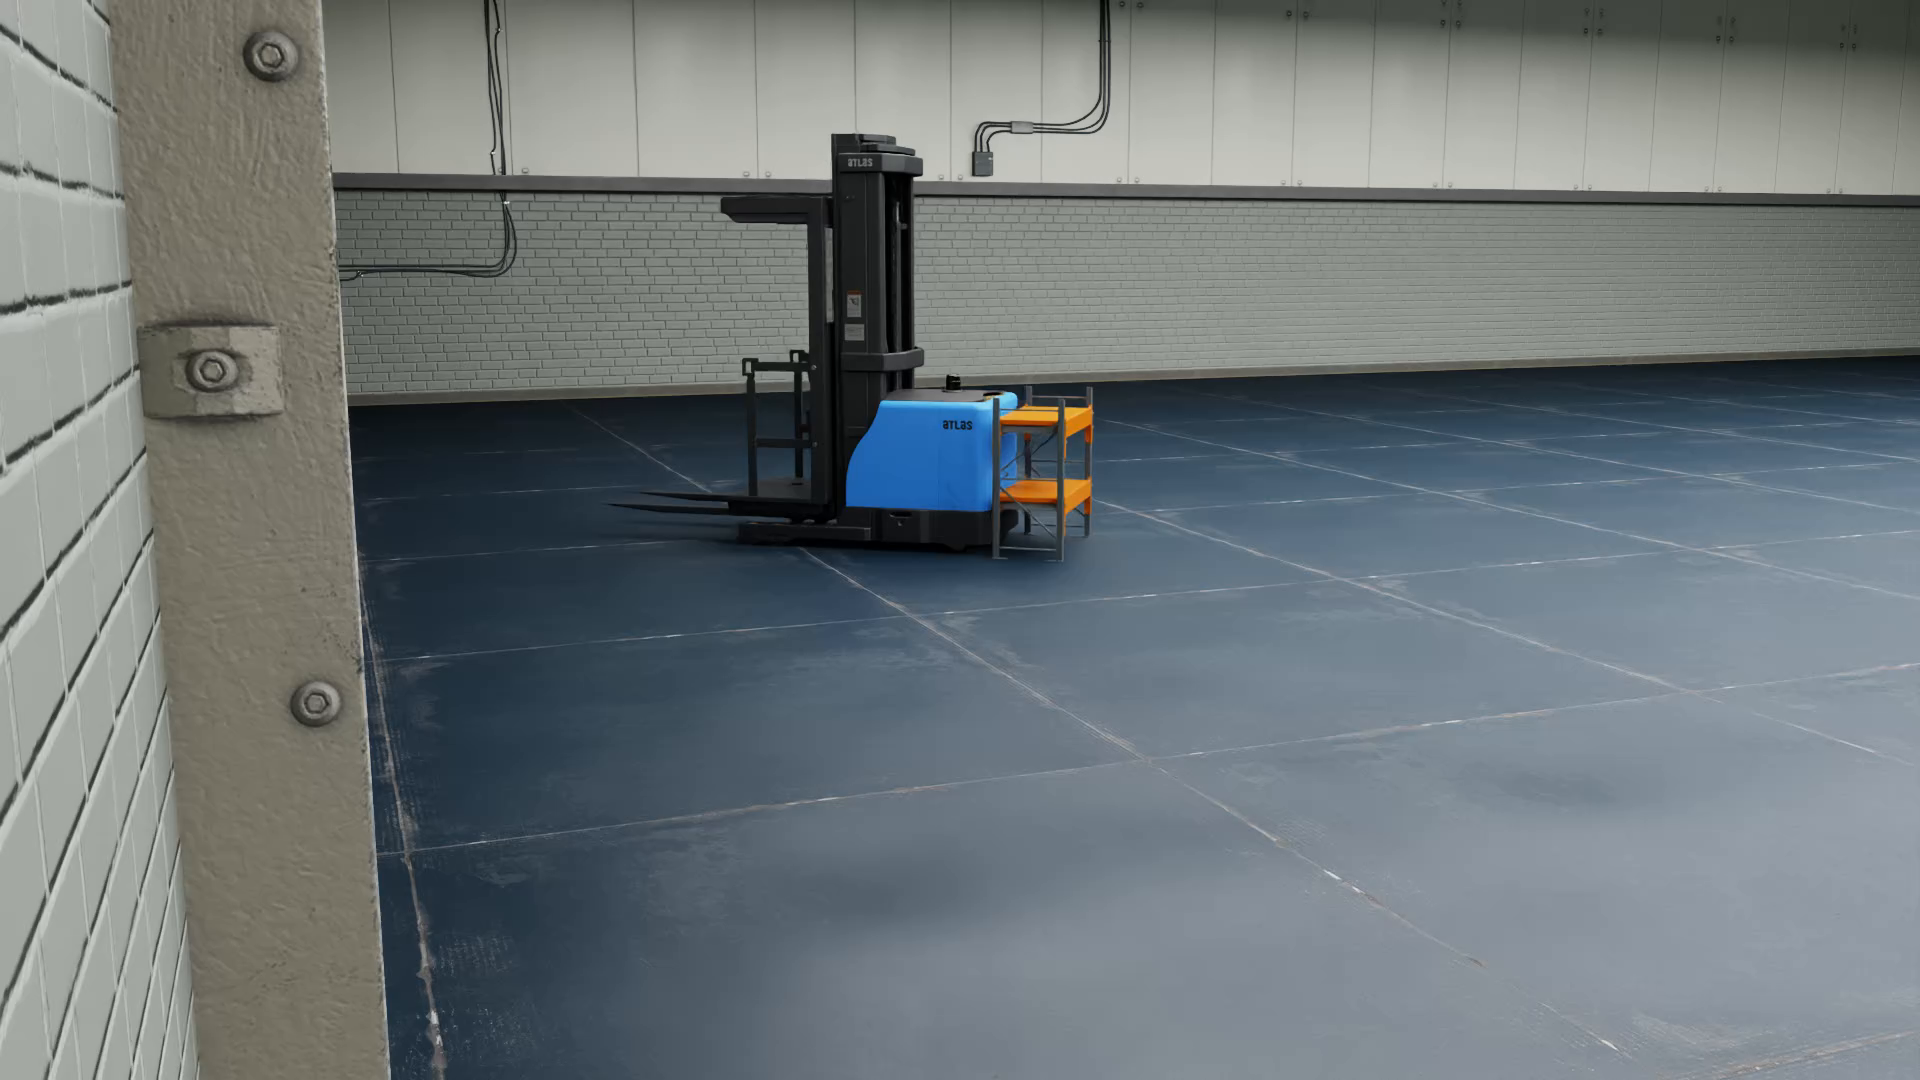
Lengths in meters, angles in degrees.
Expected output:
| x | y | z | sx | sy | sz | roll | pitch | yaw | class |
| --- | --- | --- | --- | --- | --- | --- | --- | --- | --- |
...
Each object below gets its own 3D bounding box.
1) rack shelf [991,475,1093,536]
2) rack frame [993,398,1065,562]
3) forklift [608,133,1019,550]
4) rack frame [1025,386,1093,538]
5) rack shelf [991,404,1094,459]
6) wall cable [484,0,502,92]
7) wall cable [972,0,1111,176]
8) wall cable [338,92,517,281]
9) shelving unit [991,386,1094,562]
| x | y | z | sx | sy | sz | roll | pitch | yaw | class |
| --- | --- | --- | --- | --- | --- | --- | --- | --- | --- |
| 0.605 | -0.259 | 12.019 | 0.538 | 0.278 | 1.000 | 3 | 10 | 15 | rack shelf |
| 0.473 | -0.414 | 11.493 | 0.500 | 1.125 | 0.032 | 3 | 10 | 15 | rack frame |
| -1.129 | -1.486 | 12.364 | 3.031 | 2.935 | 1.130 | 3 | 10 | 14 | forklift |
| 0.737 | -0.586 | 12.459 | 0.500 | 1.125 | 0.032 | 3 | 10 | 15 | rack frame |
| 0.605 | -0.788 | 11.925 | 0.538 | 0.278 | 1.000 | 3 | 10 | 15 | rack shelf |
| -5.048 | -7.424 | 22.862 | 3.097 | 2.526 | 0.112 | -4 | 11 | -21 | wall cable |
| 1.285 | -8.568 | 25.142 | 2.305 | 6.003 | 0.169 | -4 | 11 | -21 | wall cable |
| -7.569 | -4.765 | 22.339 | 3.097 | 2.526 | 0.112 | -4 | 11 | -21 | wall cable |
| 0.605 | -0.500 | 11.976 | 0.538 | 1.125 | 1.048 | 3 | 10 | 15 | shelving unit |
